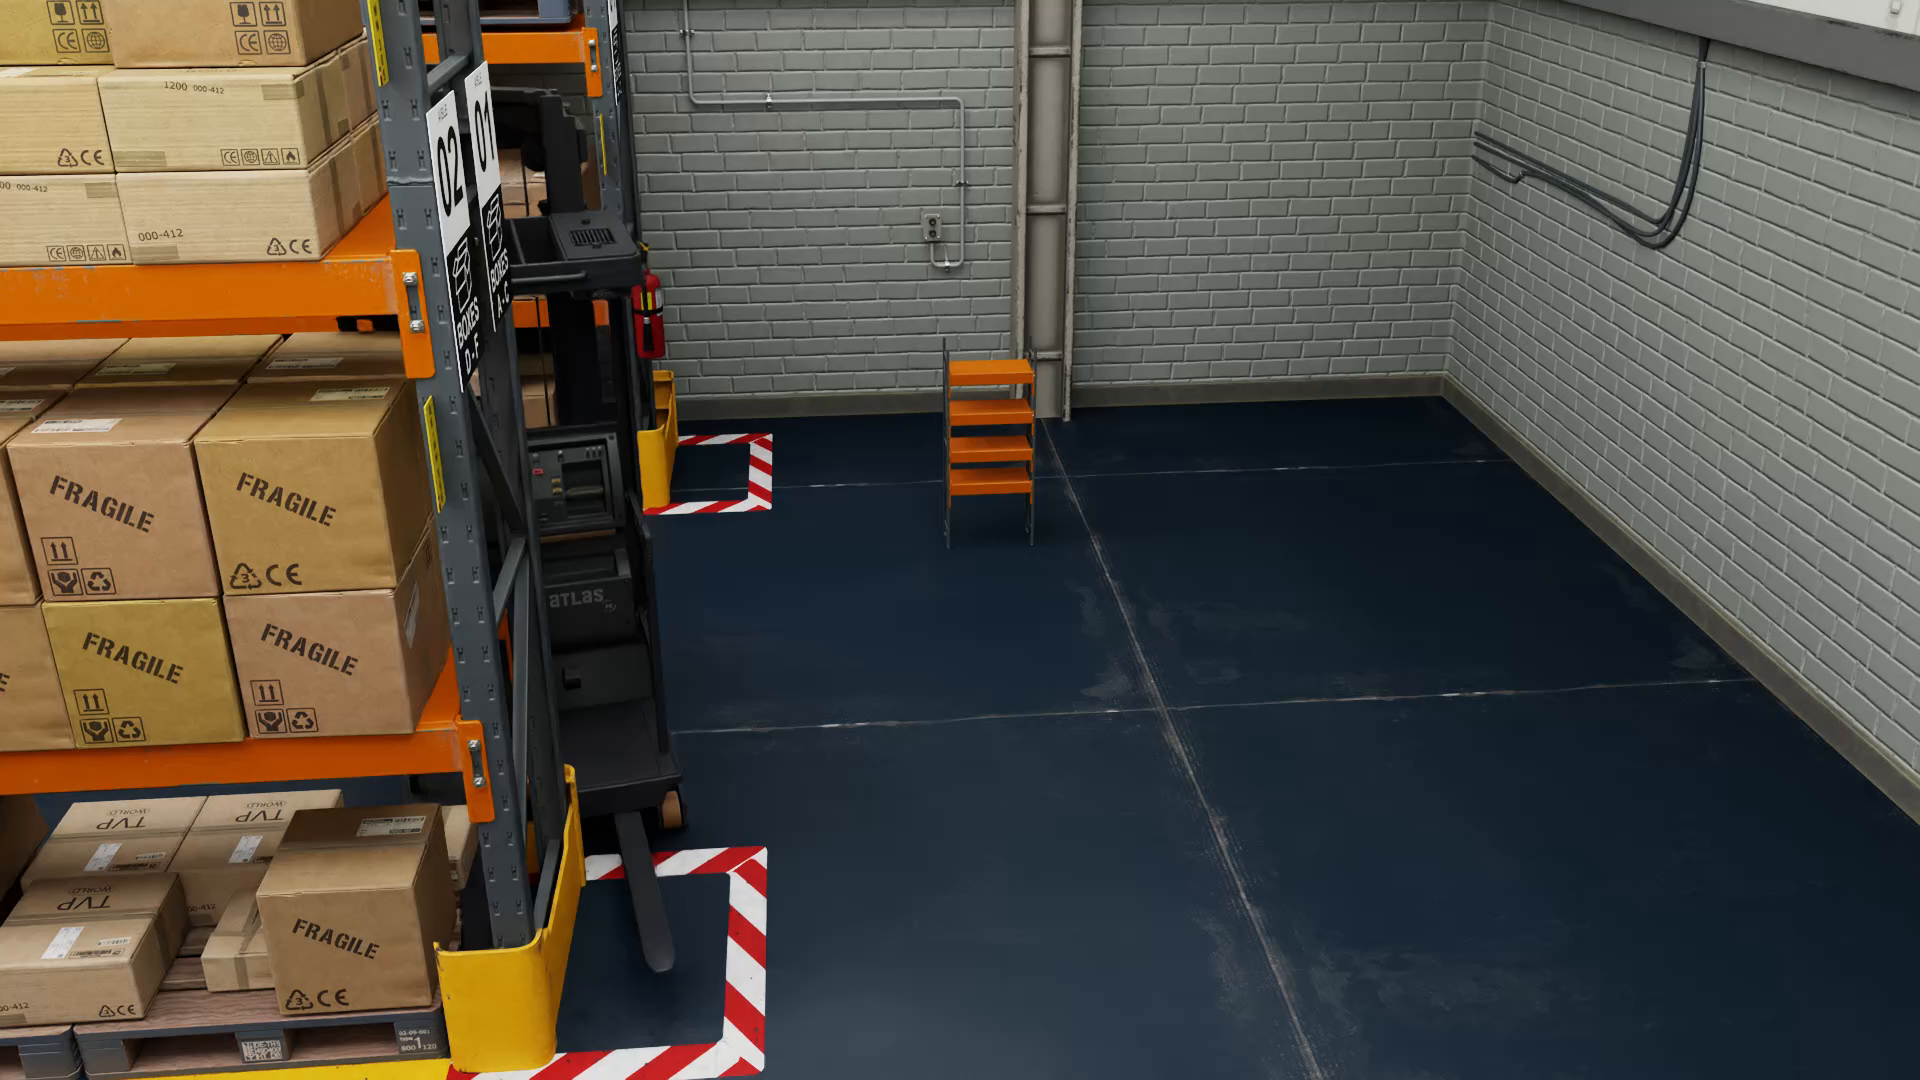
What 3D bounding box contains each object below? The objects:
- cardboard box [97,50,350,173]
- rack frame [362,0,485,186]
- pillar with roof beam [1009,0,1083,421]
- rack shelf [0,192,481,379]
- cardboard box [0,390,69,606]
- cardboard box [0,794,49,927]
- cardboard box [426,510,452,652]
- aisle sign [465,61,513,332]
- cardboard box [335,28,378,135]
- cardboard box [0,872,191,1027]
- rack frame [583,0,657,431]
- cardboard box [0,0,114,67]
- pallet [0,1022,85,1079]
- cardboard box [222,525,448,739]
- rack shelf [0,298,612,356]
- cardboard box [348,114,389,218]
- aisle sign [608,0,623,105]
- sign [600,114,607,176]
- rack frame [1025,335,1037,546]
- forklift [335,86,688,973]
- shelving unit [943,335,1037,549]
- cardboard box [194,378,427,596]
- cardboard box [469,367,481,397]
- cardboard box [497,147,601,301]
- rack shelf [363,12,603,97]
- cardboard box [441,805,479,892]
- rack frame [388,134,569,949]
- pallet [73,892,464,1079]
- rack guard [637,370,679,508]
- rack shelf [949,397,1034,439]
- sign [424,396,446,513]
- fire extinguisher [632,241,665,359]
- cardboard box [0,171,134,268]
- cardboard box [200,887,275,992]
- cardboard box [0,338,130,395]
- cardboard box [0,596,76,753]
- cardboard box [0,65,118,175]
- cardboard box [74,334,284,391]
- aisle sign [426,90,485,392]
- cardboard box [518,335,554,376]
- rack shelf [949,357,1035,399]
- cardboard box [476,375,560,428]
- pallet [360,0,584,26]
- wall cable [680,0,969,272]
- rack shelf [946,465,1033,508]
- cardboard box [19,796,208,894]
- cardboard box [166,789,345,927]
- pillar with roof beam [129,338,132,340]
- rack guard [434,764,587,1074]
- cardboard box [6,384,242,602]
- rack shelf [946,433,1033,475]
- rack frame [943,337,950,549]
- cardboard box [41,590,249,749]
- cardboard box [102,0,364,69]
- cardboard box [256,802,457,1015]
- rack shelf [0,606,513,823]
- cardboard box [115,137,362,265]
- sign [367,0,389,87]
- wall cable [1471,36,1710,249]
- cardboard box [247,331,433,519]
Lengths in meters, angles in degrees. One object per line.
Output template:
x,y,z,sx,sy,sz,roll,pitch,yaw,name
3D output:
-2.034,-1.204,4.642,0.500,0.250,0.500,-2,24,-5,cardboard box
-1.548,-2.539,4.382,0.127,3.000,1.000,-2,24,-5,rack frame
0.986,-3.258,6.001,0.400,9.000,9.100,-2,24,-5,pillar with roof beam
-3.538,-0.759,4.958,4.000,0.370,1.077,-2,24,-5,rack shelf
-2.982,-0.128,4.990,0.500,0.500,0.500,-2,24,-4,cardboard box
-3.659,1.225,5.833,0.637,0.503,0.797,-2,24,-5,cardboard box
-2.015,0.068,5.780,0.500,0.500,0.500,-2,24,-4,cardboard box
-1.509,-1.107,5.346,0.004,0.787,0.394,-2,24,-5,aisle sign
-2.085,-1.413,5.111,0.500,0.250,0.500,-2,24,-5,cardboard box
-3.013,1.405,5.739,0.500,0.250,0.500,-2,24,-5,cardboard box
-2.039,-1.799,10.105,0.127,3.000,1.000,-2,24,-5,rack frame
-2.564,-1.658,4.739,0.500,0.500,0.700,-2,24,-5,cardboard box
-3.628,1.560,5.981,1.213,0.211,1.003,-2,24,-5,pallet
-1.967,0.285,5.293,0.500,0.500,0.500,-2,24,-4,cardboard box
-4.029,-1.391,10.072,4.000,0.370,1.077,-2,24,-5,rack shelf
-2.084,-1.182,5.207,0.500,0.250,0.500,-2,24,-5,cardboard box
-1.937,-2.869,9.311,0.004,0.787,0.394,-2,24,-5,aisle sign
-1.999,-2.217,9.327,0.005,0.325,0.100,-2,24,-5,sign
0.408,-0.565,9.543,0.015,1.200,0.240,-2,24,-5,rack frame
-1.779,-0.179,6.545,1.130,2.935,3.031,-7,25,-16,forklift
0.165,-0.555,9.521,0.503,1.200,0.258,-2,24,-5,shelving unit
-1.964,-0.171,5.087,0.500,0.500,0.500,-3,24,-6,cardboard box
-2.835,-0.998,10.065,0.250,0.149,0.380,-3,24,-6,cardboard box
-2.545,-1.912,9.989,0.700,0.700,0.980,-1,24,-3,cardboard box
-4.029,-2.762,9.462,4.000,0.370,1.077,-2,24,-5,rack shelf
-1.998,1.182,6.365,0.250,0.149,0.380,-2,24,-5,cardboard box
-1.548,0.203,5.601,0.127,3.000,1.000,-2,24,-5,rack frame
-2.417,1.512,6.088,1.213,0.211,1.003,-2,24,-5,pallet
-2.015,-0.658,10.615,0.348,0.500,1.175,-2,24,-5,rack guard
0.165,-0.698,9.458,0.480,0.148,0.258,-2,24,-5,rack shelf
-1.513,-0.246,4.795,0.005,0.325,0.100,-2,24,-5,sign
-1.843,-1.413,9.791,0.183,0.674,0.296,-2,24,-5,fire extinguisher
-2.532,-0.957,4.701,0.500,0.250,0.500,-2,24,-5,cardboard box
-2.477,1.397,5.860,0.250,0.166,0.380,-2,24,-5,cardboard box
-3.033,-0.347,5.483,0.500,0.500,0.500,-2,24,-4,cardboard box
-2.980,0.325,5.203,0.500,0.500,0.500,-2,24,-5,cardboard box
-2.532,-1.184,4.597,0.500,0.250,0.500,-2,24,-5,cardboard box
-2.535,-0.365,5.523,0.500,0.500,0.500,-2,24,-5,cardboard box
-1.450,-0.864,4.800,0.004,0.787,0.394,-2,24,-5,aisle sign
-2.621,-1.163,10.435,0.250,0.149,0.380,-2,24,-5,cardboard box
0.165,-0.914,9.362,0.480,0.148,0.258,-2,24,-5,rack shelf
-2.725,-0.781,10.374,0.500,0.500,0.700,-2,24,-5,cardboard box
-2.776,-3.096,9.438,1.213,0.211,1.003,-2,24,-5,pallet
-0.857,-2.697,10.874,1.851,1.984,0.084,-2,24,-5,wall cable
0.165,-0.312,9.629,0.480,0.148,0.258,-2,24,-5,rack shelf
-3.112,1.205,6.189,0.500,0.250,0.500,-2,24,-5,cardboard box
-2.615,1.185,6.234,0.500,0.250,0.500,-2,24,-5,cardboard box
-4.984,-3.019,5.462,0.400,9.000,9.100,-2,24,-5,pillar with roof beam
-1.624,1.348,6.102,0.348,0.500,1.175,-2,24,-5,rack guard
-2.467,-0.150,5.041,0.500,0.500,0.500,-2,24,-4,cardboard box
0.165,-0.493,9.548,0.480,0.148,0.258,-2,24,-5,rack shelf
-0.078,-0.545,9.499,0.015,1.200,0.240,-2,24,-5,rack frame
-2.483,0.307,5.243,0.500,0.500,0.500,-2,24,-5,cardboard box
-2.058,-1.643,4.707,0.500,0.500,0.700,-2,24,-5,cardboard box
-2.065,1.265,5.746,0.500,0.500,0.500,-2,24,-5,cardboard box
-3.538,0.611,5.567,4.000,0.370,1.077,-2,24,-5,rack shelf
-2.033,-0.972,4.736,0.500,0.250,0.500,-2,24,-5,cardboard box
-1.513,-1.347,4.305,0.005,0.325,0.100,-2,24,-5,sign
3.625,-3.203,9.700,0.112,2.526,3.097,-2,24,-5,wall cable
-2.015,-0.389,5.577,0.500,0.500,0.500,-2,24,-4,cardboard box
